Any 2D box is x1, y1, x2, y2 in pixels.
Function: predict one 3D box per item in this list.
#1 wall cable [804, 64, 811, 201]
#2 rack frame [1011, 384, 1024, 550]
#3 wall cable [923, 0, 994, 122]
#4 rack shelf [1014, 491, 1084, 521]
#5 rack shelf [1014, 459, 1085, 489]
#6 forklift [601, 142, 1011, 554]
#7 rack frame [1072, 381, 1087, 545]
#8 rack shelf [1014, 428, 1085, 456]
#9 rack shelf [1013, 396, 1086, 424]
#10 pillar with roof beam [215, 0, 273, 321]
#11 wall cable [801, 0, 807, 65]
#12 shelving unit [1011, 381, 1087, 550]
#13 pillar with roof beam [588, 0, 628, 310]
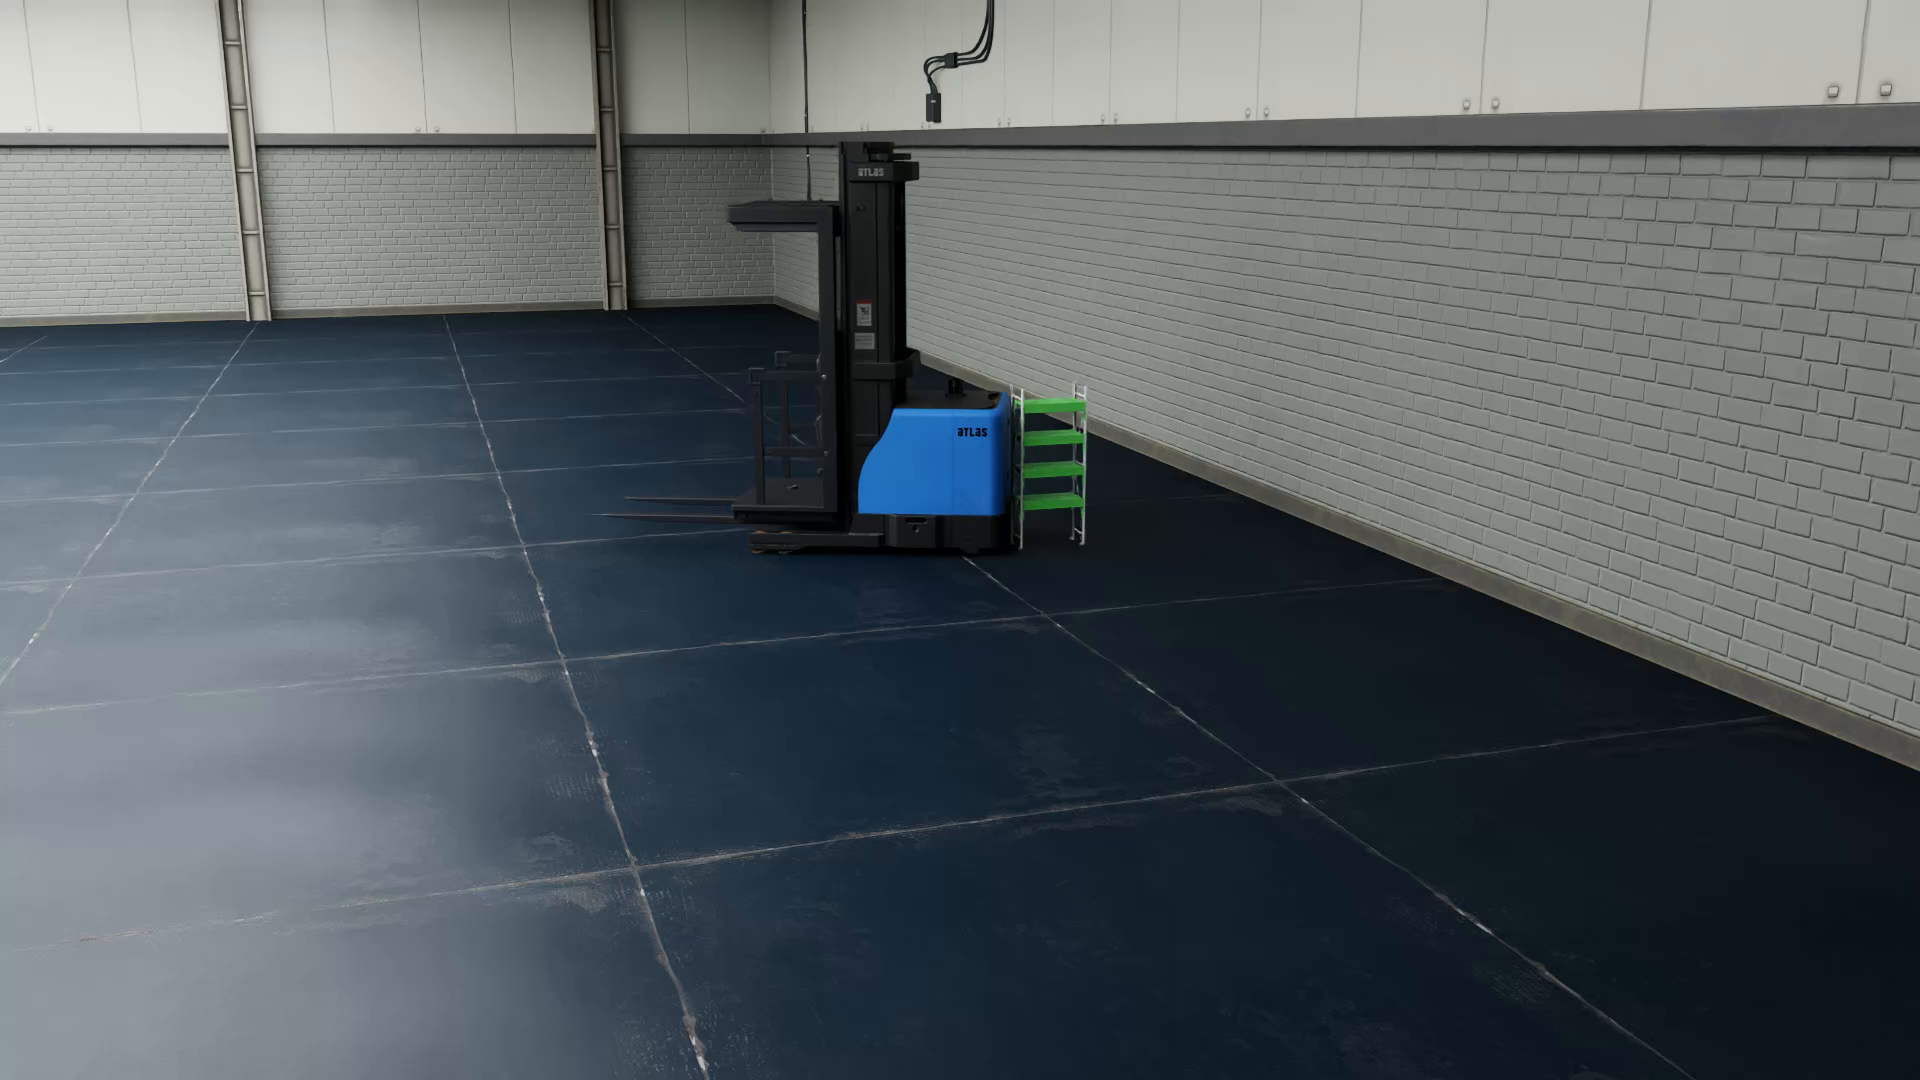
[{"bbox_3d":[-3.050,-6.993,29.251,0.112,2.526,3.097,-4,14,-18],"label":"wall cable"},{"bbox_3d":[0.422,-0.537,12.254,0.015,1.200,0.240,-4,14,-16],"label":"rack frame"},{"bbox_3d":[-0.037,-8.074,19.740,0.169,6.003,2.305,-4,14,-18],"label":"wall cable"},{"bbox_3d":[0.656,-0.258,12.392,0.480,0.148,0.258,-4,14,-16],"label":"rack shelf"},{"bbox_3d":[0.656,-0.491,12.337,0.480,0.148,0.258,-4,14,-16],"label":"rack shelf"},{"bbox_3d":[-1.145,-1.443,12.322,3.031,2.935,1.130,1,13,5],"label":"forklift"},{"bbox_3d":[0.889,-0.569,12.391,0.015,1.200,0.240,-4,14,-16],"label":"rack frame"},{"bbox_3d":[0.656,-0.724,12.281,0.480,0.148,0.258,-4,14,-16],"label":"rack shelf"},{"bbox_3d":[0.656,-0.958,12.226,0.480,0.148,0.258,-4,14,-16],"label":"rack shelf"},{"bbox_3d":[-10.578,-7.189,23.366,0.400,9.000,9.100,-4,14,-18],"label":"pillar with roof beam"},{"bbox_3d":[-2.187,-8.856,26.172,0.112,2.526,3.097,-4,14,-18],"label":"wall cable"},{"bbox_3d":[0.656,-0.553,12.322,0.503,1.200,0.258,-4,14,-16],"label":"shelving unit"},{"bbox_3d":[-4.891,-7.632,25.227,0.400,9.000,9.100,-4,14,-18],"label":"pillar with roof beam"}]
